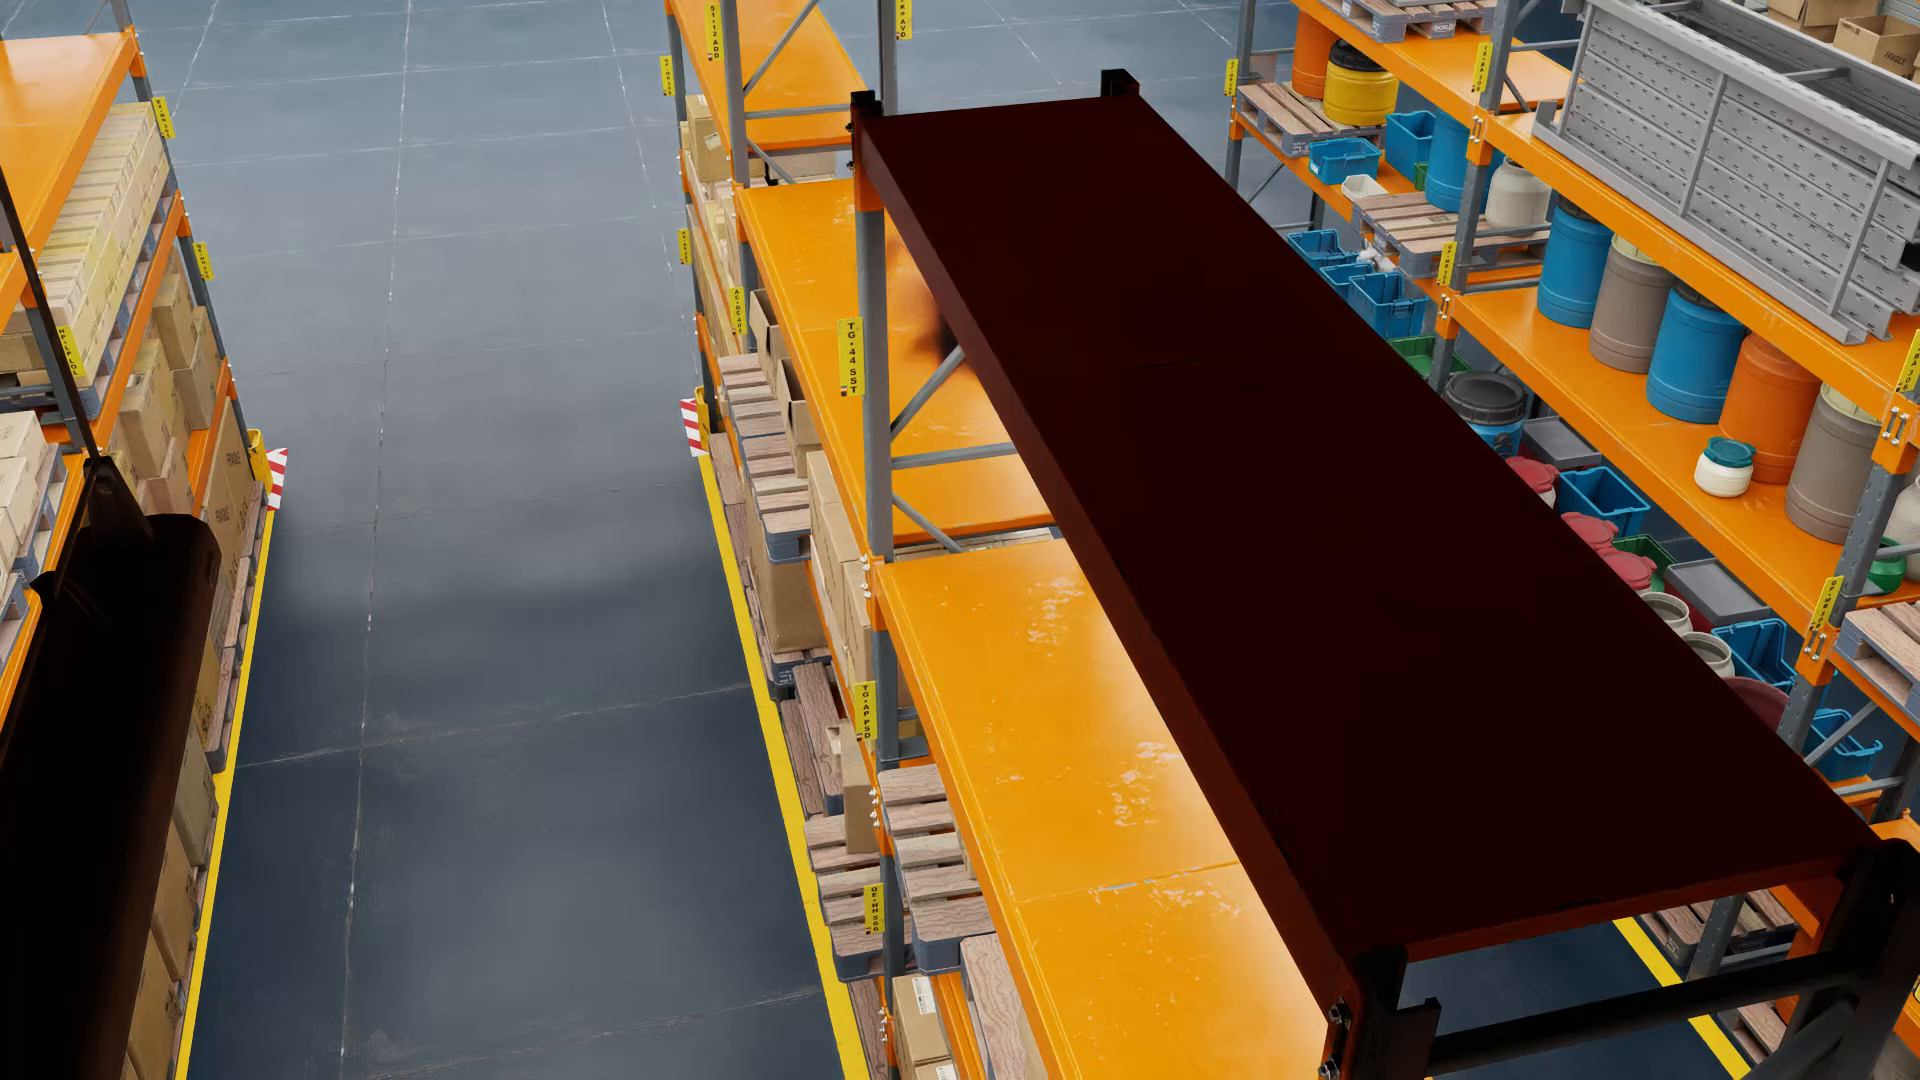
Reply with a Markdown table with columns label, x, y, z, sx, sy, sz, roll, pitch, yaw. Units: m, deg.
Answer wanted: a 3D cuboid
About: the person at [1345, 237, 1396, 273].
| label | x | y | z | sx | sy | sz | roll | pitch | yaw |
| --- | --- | --- | --- | --- | --- | --- | --- | --- | --- |
| person | 4.173 | -2.768 | 16.672 | 0.702 | 1.638 | 0.613 | 18 | 38 | 24 |
